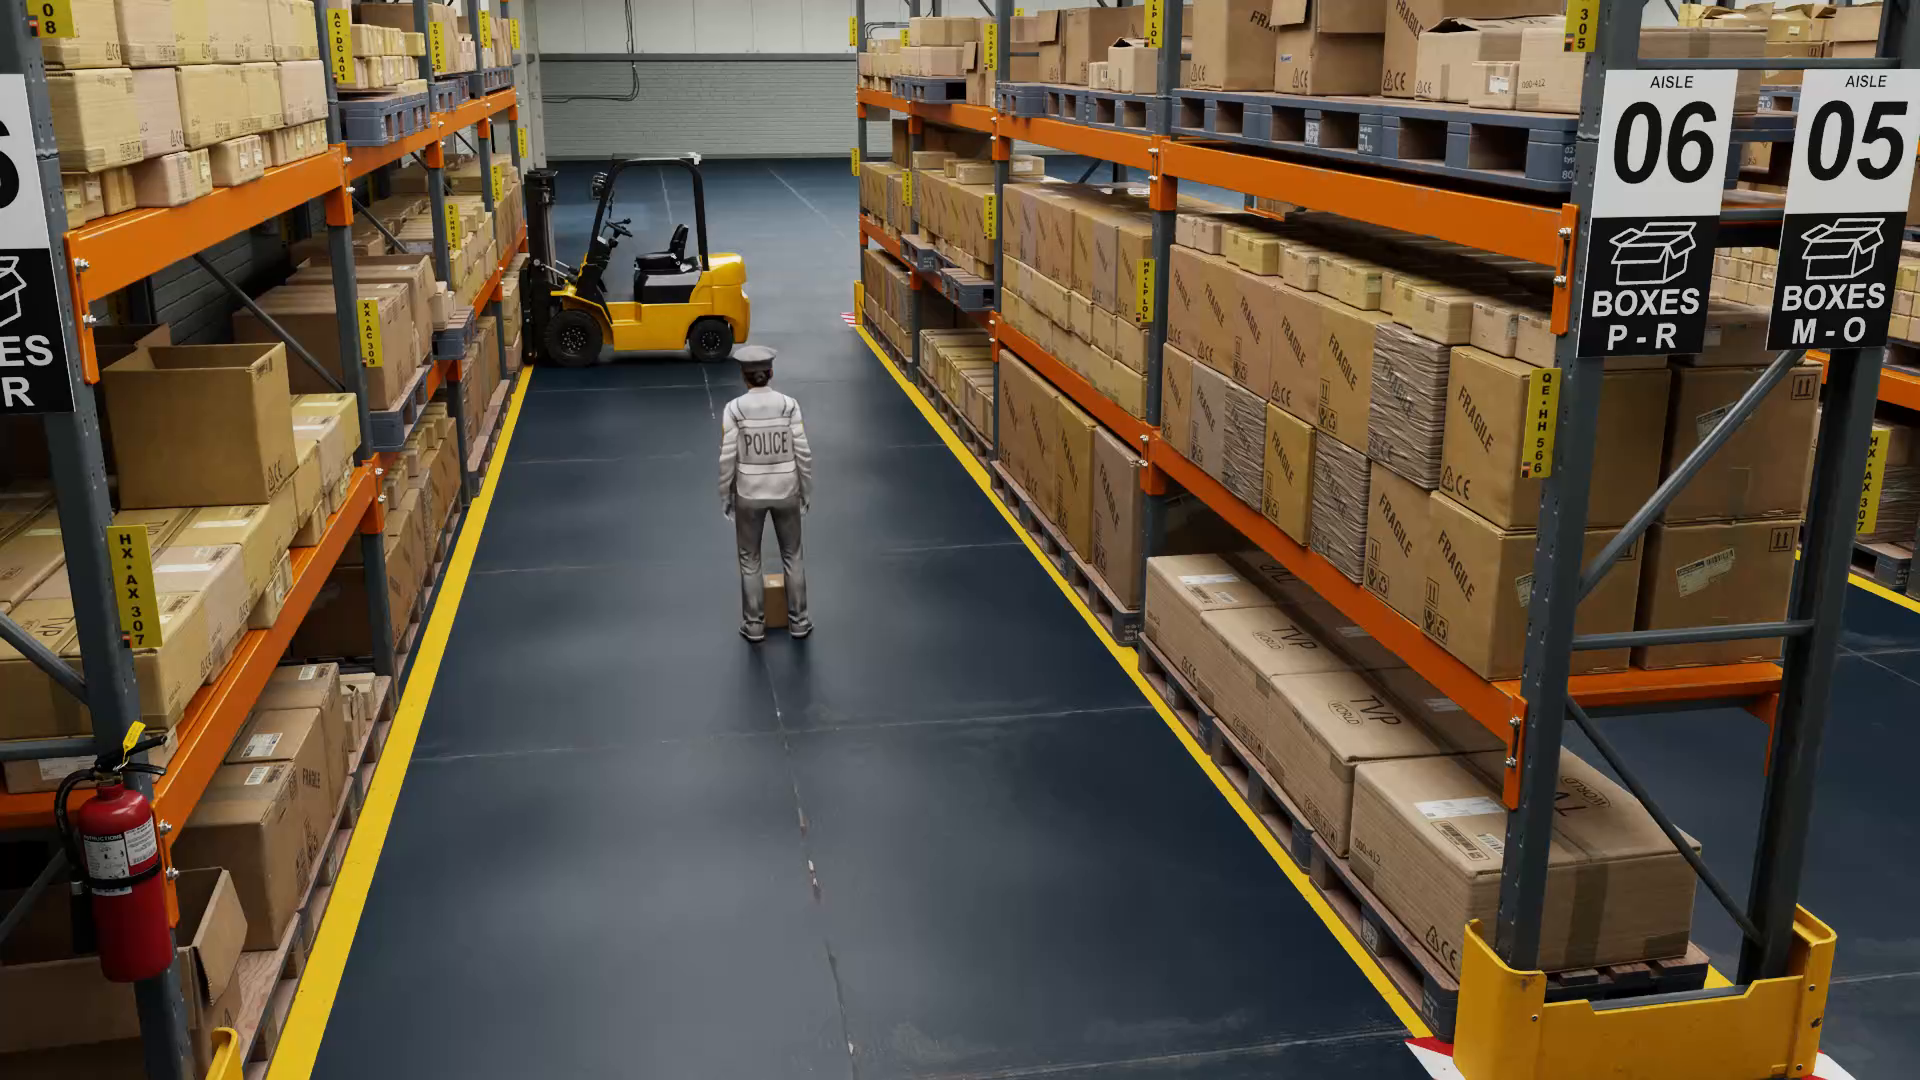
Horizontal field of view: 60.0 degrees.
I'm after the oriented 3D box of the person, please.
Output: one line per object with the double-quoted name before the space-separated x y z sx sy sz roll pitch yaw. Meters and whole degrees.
"person" -1.087 -0.249 9.373 0.526 1.663 0.375 -3 17 -11
